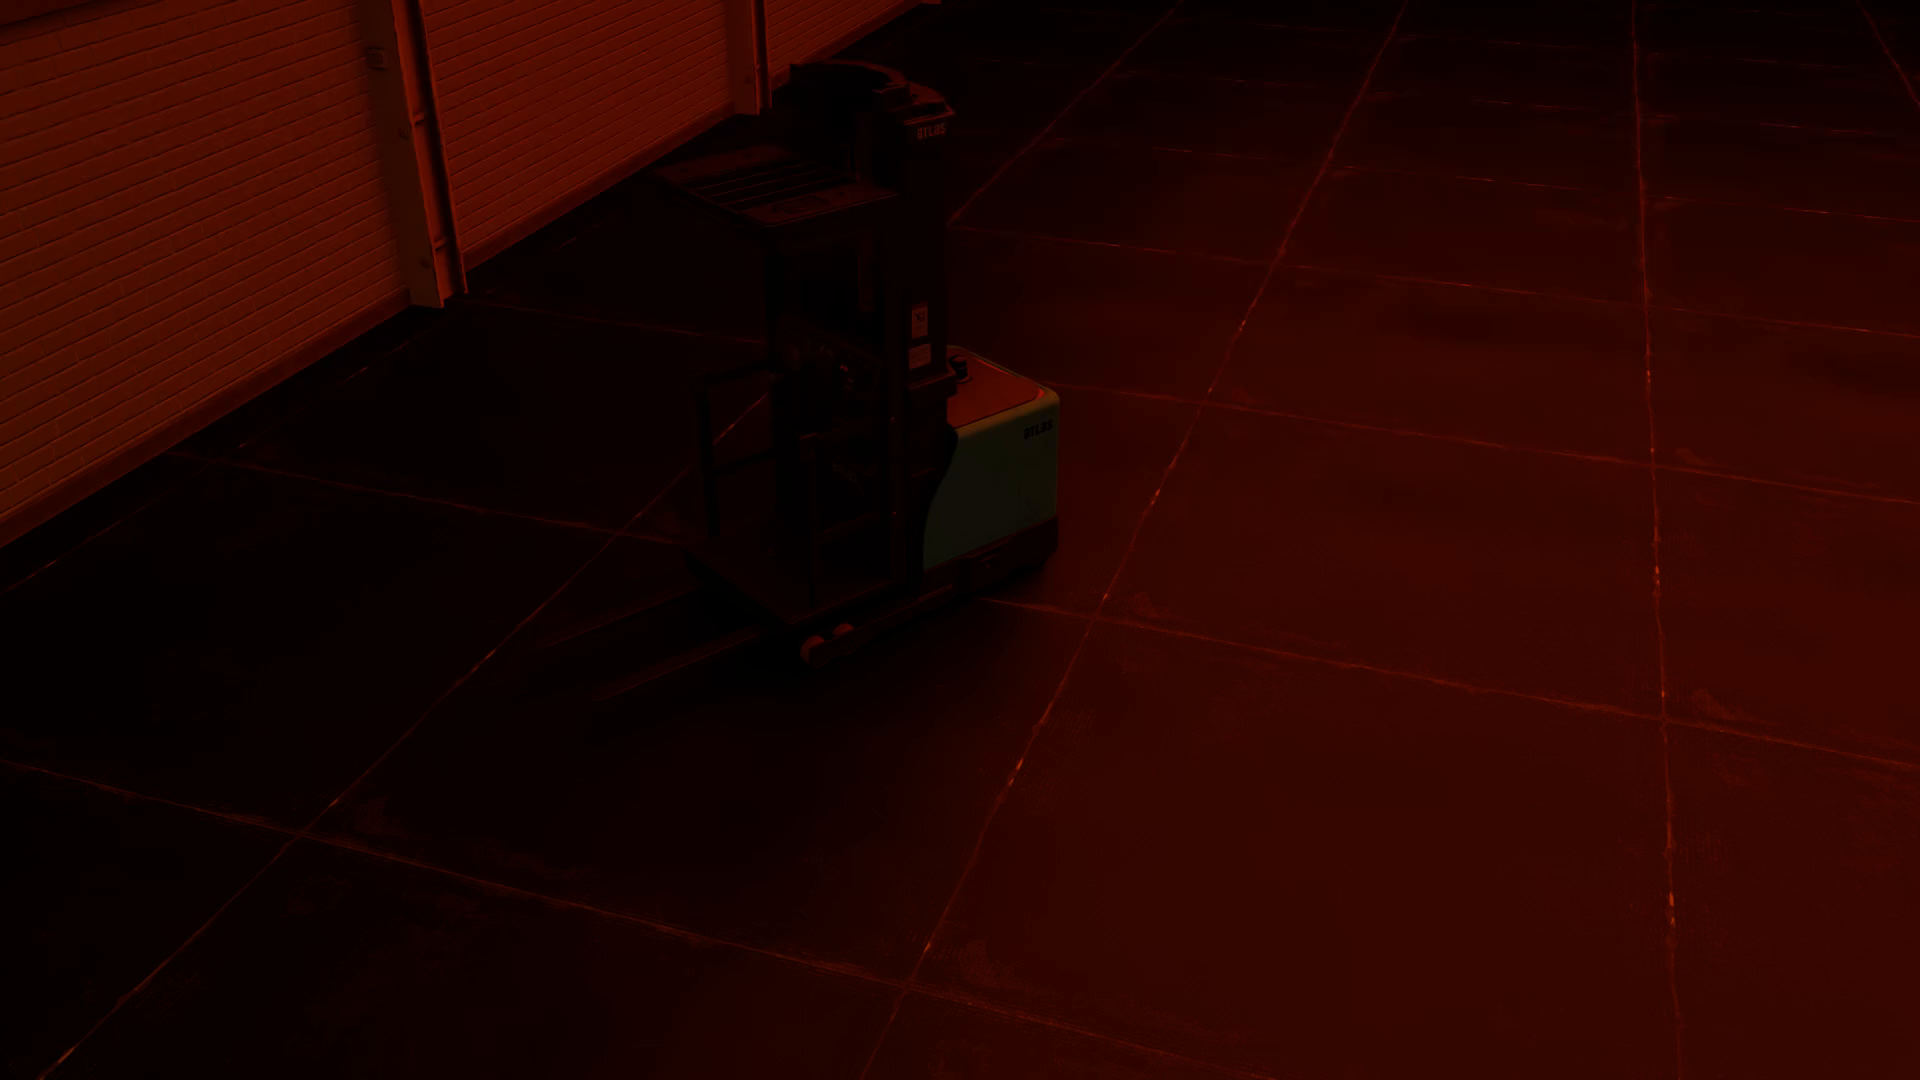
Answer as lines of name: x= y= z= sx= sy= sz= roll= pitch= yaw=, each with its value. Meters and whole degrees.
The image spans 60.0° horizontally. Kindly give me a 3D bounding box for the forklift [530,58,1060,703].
forklift: x=-0.872 y=-0.884 z=8.688 sx=3.031 sy=2.935 sz=1.130 roll=-23 pitch=37 yaw=-34
